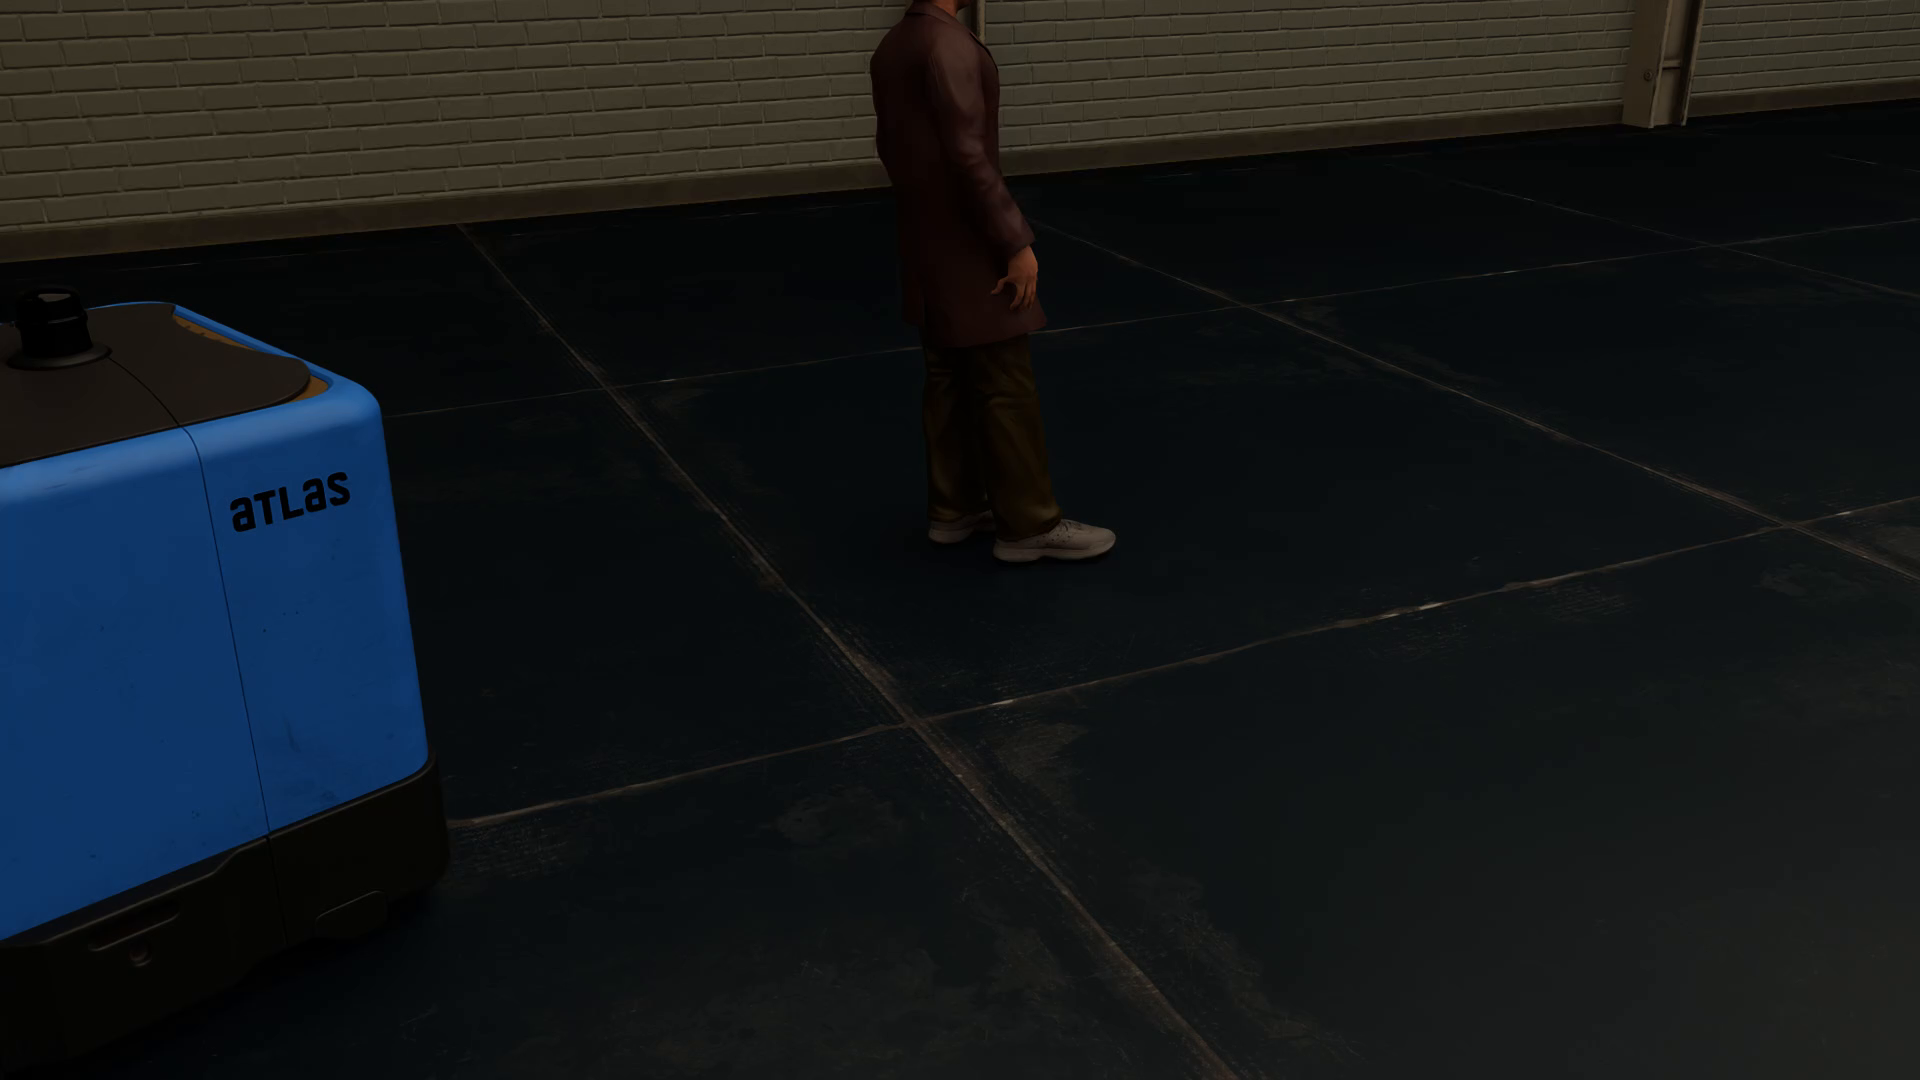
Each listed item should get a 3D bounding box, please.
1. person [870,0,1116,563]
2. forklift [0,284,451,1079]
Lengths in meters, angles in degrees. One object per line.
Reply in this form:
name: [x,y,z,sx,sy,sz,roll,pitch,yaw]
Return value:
person: [0.084,-0.841,4.795,0.582,1.775,0.696,-10,25,-23]
forklift: [-2.419,-0.358,2.148,1.130,2.935,3.031,21,30,40]
